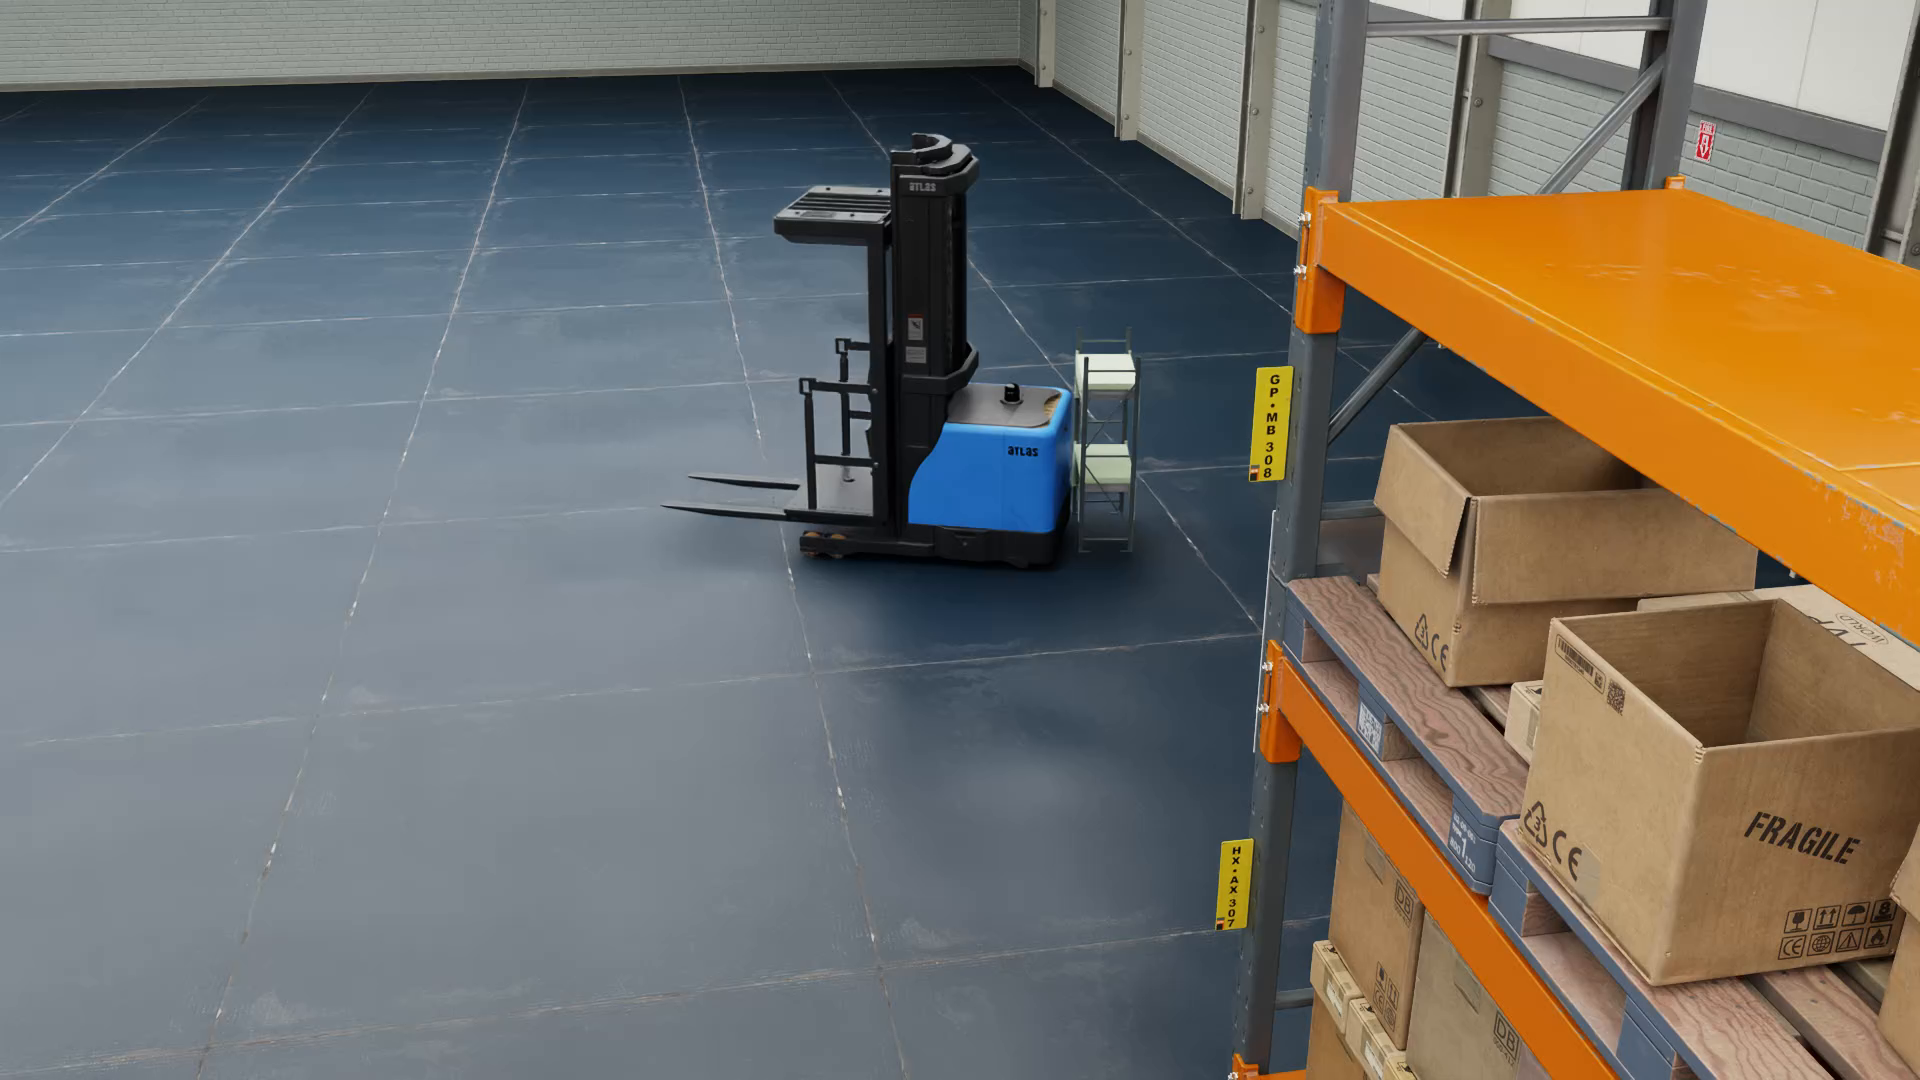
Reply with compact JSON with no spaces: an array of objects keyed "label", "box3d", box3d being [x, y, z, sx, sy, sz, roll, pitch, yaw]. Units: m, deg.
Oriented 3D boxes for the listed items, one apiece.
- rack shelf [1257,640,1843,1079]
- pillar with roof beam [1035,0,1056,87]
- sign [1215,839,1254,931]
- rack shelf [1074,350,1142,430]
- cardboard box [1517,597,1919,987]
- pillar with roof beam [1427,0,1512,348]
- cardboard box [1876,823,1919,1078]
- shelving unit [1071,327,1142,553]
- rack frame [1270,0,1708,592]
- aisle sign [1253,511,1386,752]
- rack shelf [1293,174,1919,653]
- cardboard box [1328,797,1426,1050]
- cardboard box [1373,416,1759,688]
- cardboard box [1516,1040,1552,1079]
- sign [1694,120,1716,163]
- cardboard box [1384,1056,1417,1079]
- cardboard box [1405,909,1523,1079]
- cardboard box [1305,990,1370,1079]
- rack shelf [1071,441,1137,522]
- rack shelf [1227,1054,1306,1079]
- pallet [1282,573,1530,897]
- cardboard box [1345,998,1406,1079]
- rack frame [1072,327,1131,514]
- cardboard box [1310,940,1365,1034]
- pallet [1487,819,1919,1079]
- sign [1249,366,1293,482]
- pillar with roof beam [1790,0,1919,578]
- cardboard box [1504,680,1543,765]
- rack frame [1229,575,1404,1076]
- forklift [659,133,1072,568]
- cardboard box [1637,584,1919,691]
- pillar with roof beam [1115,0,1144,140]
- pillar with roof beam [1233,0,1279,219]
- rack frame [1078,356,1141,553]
[{"label":"rack shelf","box3d":[1.762,1.201,3.147,1.077,0.370,4.000,-4,24,-10]},{"label":"pillar with roof beam","box3d":[-2.539,-12.929,30.851,9.100,9.000,0.400,-4,24,-10]},{"label":"sign","box3d":[0.846,1.065,5.127,0.100,0.325,0.005,-4,24,-10]},{"label":"rack shelf","box3d":[1.073,-1.104,12.170,0.431,0.370,0.720,0,24,0]},{"label":"cardboard box","box3d":[1.431,0.455,3.130,0.500,0.500,0.500,-4,24,-10]},{"label":"pillar with roof beam","box3d":[0.790,-5.849,14.641,9.100,9.000,0.400,-4,24,-10]},{"label":"cardboard box","box3d":[1.951,0.697,2.574,0.797,0.503,0.637,-2,24,-4]},{"label":"shelving unit","box3d":[1.073,-0.746,12.327,0.431,1.500,0.755,0,24,0]},{"label":"rack frame","box3d":[1.392,-1.290,4.204,1.000,3.000,0.127,-4,24,-10]},{"label":"aisle sign","box3d":[1.079,0.264,4.892,0.394,0.787,0.004,-4,24,-10]},{"label":"rack shelf","box3d":[1.762,0.009,2.627,1.077,0.370,4.000,-4,24,-10]},{"label":"cardboard box","box3d":[1.476,1.024,4.655,0.700,0.500,0.500,-4,24,-10]},{"label":"cardboard box","box3d":[1.494,0.007,4.153,0.797,0.503,0.637,-3,24,-6]},{"label":"cardboard box","box3d":[1.672,1.429,3.728,0.700,0.500,0.500,-4,24,-10]},{"label":"sign","box3d":[5.807,-3.106,12.959,0.001,0.298,0.199,-4,24,-10]},{"label":"cardboard box","box3d":[1.350,1.488,4.403,0.380,0.149,0.250,-4,24,-10]},{"label":"cardboard box","box3d":[1.578,1.230,4.182,0.700,0.500,0.500,-5,24,-11]},{"label":"cardboard box","box3d":[1.466,1.598,4.962,0.700,0.500,0.500,-4,24,-10]},{"label":"rack shelf","box3d":[1.073,-0.447,12.457,0.431,0.370,0.720,0,24,0]},{"label":"rack shelf","box3d":[1.762,2.575,3.747,1.077,0.370,4.000,-4,24,-10]},{"label":"pallet","box3d":[1.498,0.405,4.181,1.003,0.211,1.213,-4,24,-10]},{"label":"cardboard box","box3d":[1.305,1.390,4.628,0.380,0.149,0.250,-5,24,-11]},{"label":"rack frame","box3d":[1.073,-0.892,12.662,0.400,1.500,0.023,0,24,0]},{"label":"cardboard box","box3d":[1.253,1.286,4.865,0.380,0.149,0.250,-4,24,-10]},{"label":"pallet","box3d":[1.727,0.886,3.080,1.003,0.211,1.213,-4,24,-10]},{"label":"sign","box3d":[0.846,-0.314,4.525,0.100,0.325,0.005,-4,24,-10]},{"label":"pillar with roof beam","box3d":[1.899,-3.489,9.237,9.100,9.000,0.400,-4,24,-10]},{"label":"cardboard box","box3d":[1.437,0.419,3.653,0.380,0.149,0.250,-4,24,-10]},{"label":"rack frame","box3d":[1.392,1.459,5.405,1.000,3.000,0.127,-4,24,-10]},{"label":"forklift","box3d":[-0.720,-1.418,12.076,3.031,2.935,1.130,4,24,10]},{"label":"cardboard box","box3d":[1.864,0.330,3.730,0.500,0.250,0.500,-4,24,-10]},{"label":"pillar with roof beam","box3d":[-1.429,-10.569,25.448,9.100,9.000,0.400,-4,24,-10]},{"label":"pillar with roof beam","box3d":[-0.320,-8.209,20.044,9.100,9.000,0.400,-4,24,-10]},{"label":"rack frame","box3d":[1.073,-0.599,11.991,0.400,1.500,0.023,0,24,0]}]
